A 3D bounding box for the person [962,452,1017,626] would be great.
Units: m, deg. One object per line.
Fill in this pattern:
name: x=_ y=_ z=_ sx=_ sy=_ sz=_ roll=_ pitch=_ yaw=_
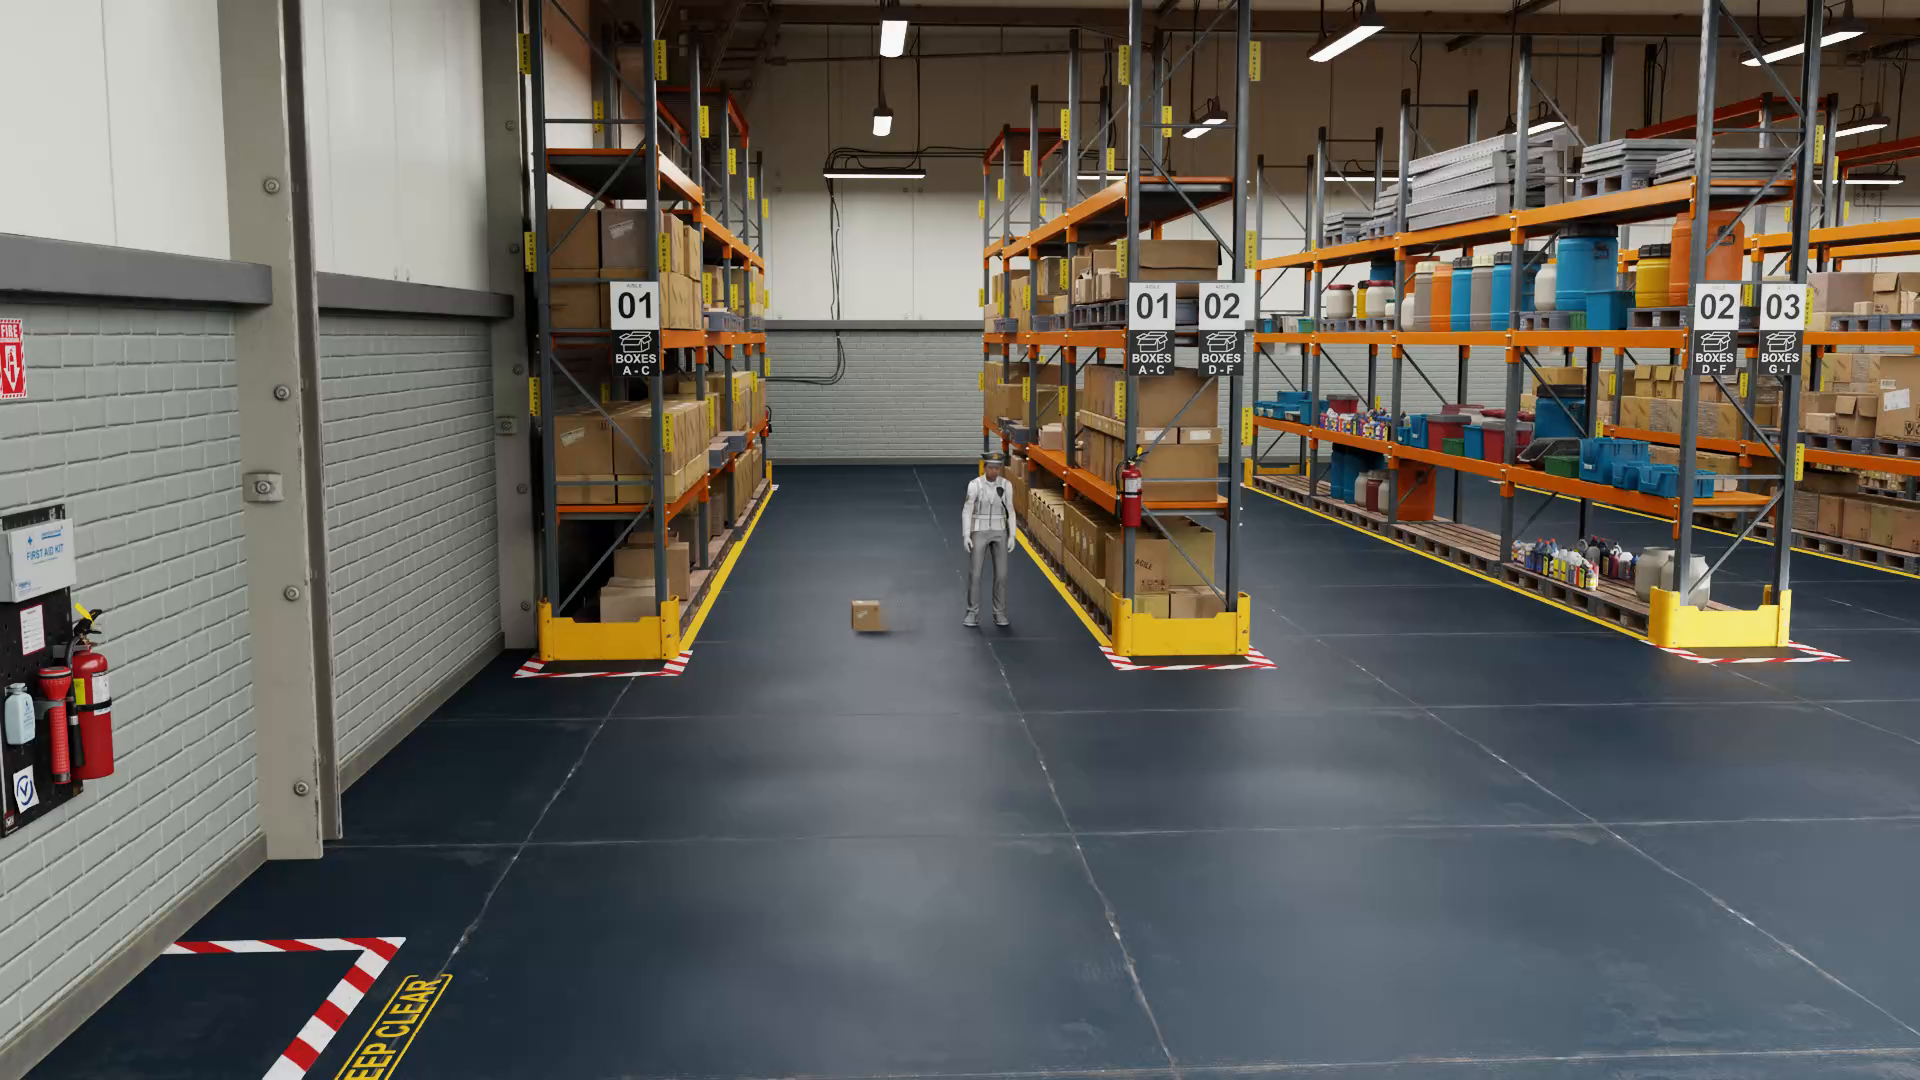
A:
person: x=0.283 y=-0.020 z=15.903 sx=0.531 sy=1.662 sz=0.376 roll=-1 pitch=7 yaw=-7
